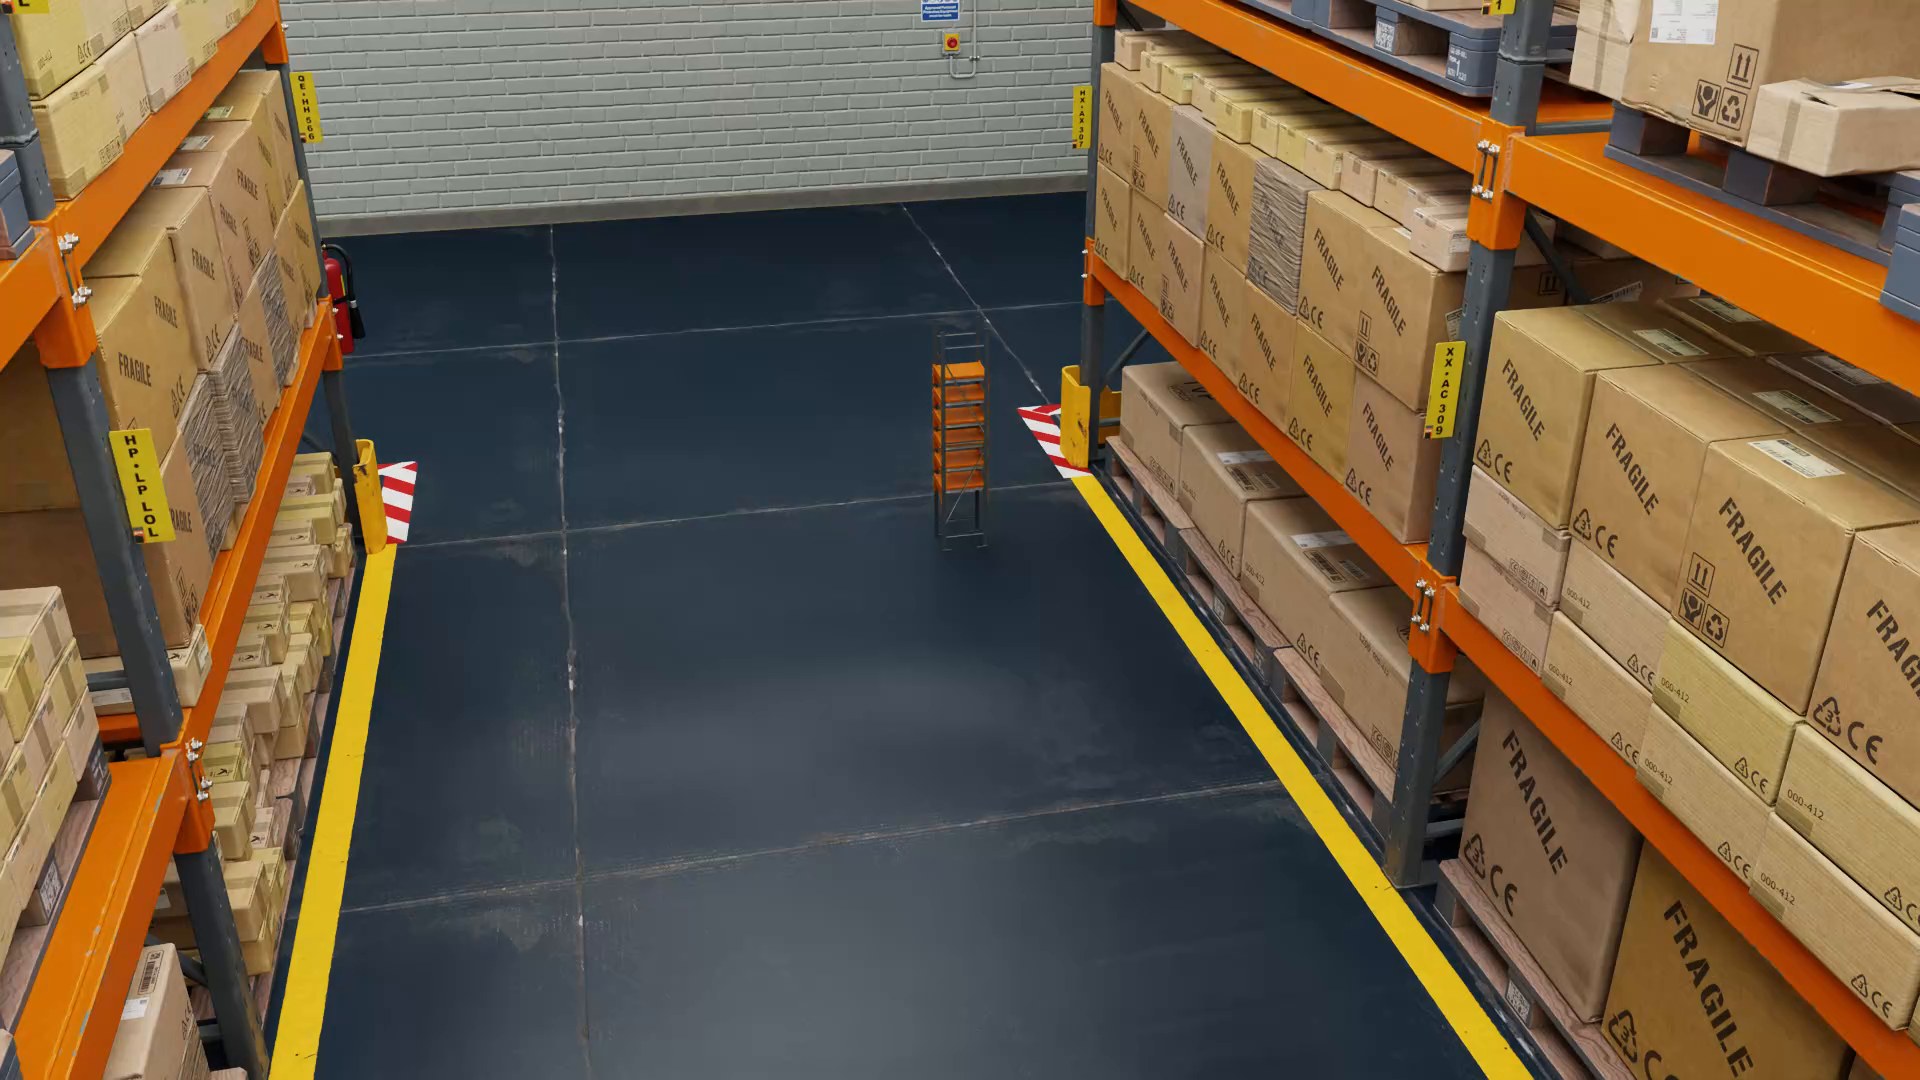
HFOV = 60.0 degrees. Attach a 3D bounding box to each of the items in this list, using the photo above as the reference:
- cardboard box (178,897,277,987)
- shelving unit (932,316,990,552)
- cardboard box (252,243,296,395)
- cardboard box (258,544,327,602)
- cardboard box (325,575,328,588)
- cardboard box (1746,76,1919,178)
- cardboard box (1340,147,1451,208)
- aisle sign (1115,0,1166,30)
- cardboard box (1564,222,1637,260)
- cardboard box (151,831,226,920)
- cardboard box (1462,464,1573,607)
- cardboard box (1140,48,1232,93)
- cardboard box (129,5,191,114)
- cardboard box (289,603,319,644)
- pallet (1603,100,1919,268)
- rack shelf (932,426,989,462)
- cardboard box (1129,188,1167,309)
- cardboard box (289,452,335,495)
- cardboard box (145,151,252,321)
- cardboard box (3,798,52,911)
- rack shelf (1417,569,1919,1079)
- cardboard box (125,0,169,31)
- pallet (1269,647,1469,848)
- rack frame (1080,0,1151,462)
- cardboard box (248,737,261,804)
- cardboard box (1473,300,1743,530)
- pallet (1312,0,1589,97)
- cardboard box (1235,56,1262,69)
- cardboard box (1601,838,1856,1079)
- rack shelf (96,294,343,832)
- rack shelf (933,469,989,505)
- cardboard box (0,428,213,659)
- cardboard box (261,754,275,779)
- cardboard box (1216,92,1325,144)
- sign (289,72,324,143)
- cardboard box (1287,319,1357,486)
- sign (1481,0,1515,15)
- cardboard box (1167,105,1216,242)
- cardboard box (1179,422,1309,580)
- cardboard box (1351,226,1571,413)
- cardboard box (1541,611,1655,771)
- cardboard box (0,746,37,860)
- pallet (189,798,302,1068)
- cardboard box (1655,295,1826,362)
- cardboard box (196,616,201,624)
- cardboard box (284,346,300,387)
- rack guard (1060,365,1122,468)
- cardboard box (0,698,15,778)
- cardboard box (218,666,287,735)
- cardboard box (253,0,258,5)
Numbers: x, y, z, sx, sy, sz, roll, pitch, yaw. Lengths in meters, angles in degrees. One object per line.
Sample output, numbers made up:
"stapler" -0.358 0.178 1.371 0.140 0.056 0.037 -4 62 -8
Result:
"cardboard box" -2.479 1.327 5.490 0.380 0.149 0.250 -7 28 -14
"shelving unit" 0.003 -0.529 8.467 0.258 1.200 0.189 -6 27 -12
"cardboard box" -3.025 -0.880 6.724 0.500 0.500 0.500 -6 27 -11
"cardboard box" -2.951 0.154 7.155 0.380 0.149 0.250 -5 27 -10
"cardboard box" -3.157 0.200 7.722 0.380 0.149 0.250 -6 27 -12
"cardboard box" 2.034 -0.944 3.756 0.380 0.166 0.250 -8 28 -15
"cardboard box" 1.636 -1.343 6.142 0.380 0.149 0.250 -6 27 -12
"aisle sign" 0.890 -3.032 8.543 0.394 0.787 0.004 -6 27 -12
"cardboard box" 2.272 -1.059 5.578 0.380 0.149 0.250 -6 27 -12
"cardboard box" -2.586 1.081 5.316 0.380 0.149 0.250 -5 27 -9
"cardboard box" 1.915 -0.048 5.127 0.500 0.250 0.500 -7 28 -13
"cardboard box" 1.074 -2.232 7.903 0.380 0.149 0.250 -5 27 -10
"cardboard box" -2.777 -1.518 5.266 0.500 0.250 0.500 -5 27 -9
"cardboard box" -2.926 0.401 6.993 0.380 0.149 0.250 -5 27 -9
"pallet" 2.345 -0.969 4.225 0.805 0.209 1.217 -7 28 -14
"rack shelf" 0.003 -0.490 8.487 0.258 0.103 0.180 -6 27 -12
"cardboard box" 1.158 -1.455 8.192 0.500 0.500 0.500 -6 27 -12
"cardboard box" -3.245 -0.296 8.045 0.380 0.149 0.250 -6 27 -11
"cardboard box" -2.903 -1.089 6.027 0.500 0.500 0.500 -7 28 -13
"cardboard box" -2.314 0.736 3.775 0.380 0.149 0.250 -6 27 -12
"rack shelf" 2.541 1.086 4.068 1.077 0.370 4.000 -6 27 -12
"cardboard box" -2.792 -1.739 5.148 0.500 0.250 0.500 -5 27 -11
"pallet" 1.995 0.790 6.951 1.003 0.211 1.213 -6 27 -12
"rack frame" 1.189 -1.869 9.124 1.000 3.000 0.127 -6 27 -12
"cardboard box" -2.772 0.871 6.064 0.380 0.149 0.250 -7 28 -14
"cardboard box" 1.909 -0.382 4.957 0.500 0.500 0.500 -6 27 -11
"pallet" 1.916 -1.773 5.703 1.003 0.211 1.213 -6 27 -12
"cardboard box" 1.545 -2.403 8.242 0.380 0.149 0.250 -5 27 -11
"cardboard box" 2.519 1.308 4.722 0.875 0.875 0.875 -5 27 -10
"rack shelf" -3.161 -0.123 6.463 1.077 0.370 4.000 -6 27 -12
"rack shelf" 0.003 -0.275 8.595 0.258 0.103 0.180 -6 27 -12
"cardboard box" -2.576 0.013 4.953 0.500 0.500 0.500 -6 27 -13
"cardboard box" -2.846 0.885 6.365 0.380 0.149 0.250 -7 28 -14
"cardboard box" 1.307 -1.781 7.008 0.380 0.149 0.250 -7 28 -13
"sign" -3.066 -2.028 7.803 0.100 0.325 0.005 -6 27 -12
"cardboard box" 1.615 -0.561 6.421 0.500 0.500 0.500 -7 28 -13
"sign" 1.550 -1.661 4.722 0.100 0.325 0.005 -6 27 -12
"cardboard box" 1.266 -1.669 7.508 0.500 0.500 0.500 -6 27 -12
"cardboard box" 1.649 -0.232 8.259 0.875 0.438 0.875 -5 27 -10
"cardboard box" 1.715 -0.783 5.752 0.500 0.500 0.500 -6 27 -12
"cardboard box" 2.050 0.401 4.793 0.500 0.250 0.500 -7 28 -13
"cardboard box" -2.314 0.605 3.705 0.380 0.149 0.250 -5 27 -9
"pallet" -2.896 1.388 5.767 1.003 0.211 1.213 -6 27 -12
"cardboard box" 2.435 -0.433 5.059 0.500 0.500 0.500 -5 27 -10
"cardboard box" -2.585 0.283 5.140 0.380 0.149 0.250 -5 27 -10
"cardboard box" -3.092 -0.764 7.214 0.380 0.149 0.250 -5 27 -10
"rack guard" 1.183 -0.764 9.708 1.175 0.500 0.348 -6 27 -12
"cardboard box" -2.311 0.481 3.621 0.380 0.149 0.250 -7 28 -13
"cardboard box" -2.754 0.616 6.238 0.380 0.149 0.250 -5 27 -10
"cardboard box" -3.251 -2.421 7.056 0.500 0.250 0.500 -7 28 -13
